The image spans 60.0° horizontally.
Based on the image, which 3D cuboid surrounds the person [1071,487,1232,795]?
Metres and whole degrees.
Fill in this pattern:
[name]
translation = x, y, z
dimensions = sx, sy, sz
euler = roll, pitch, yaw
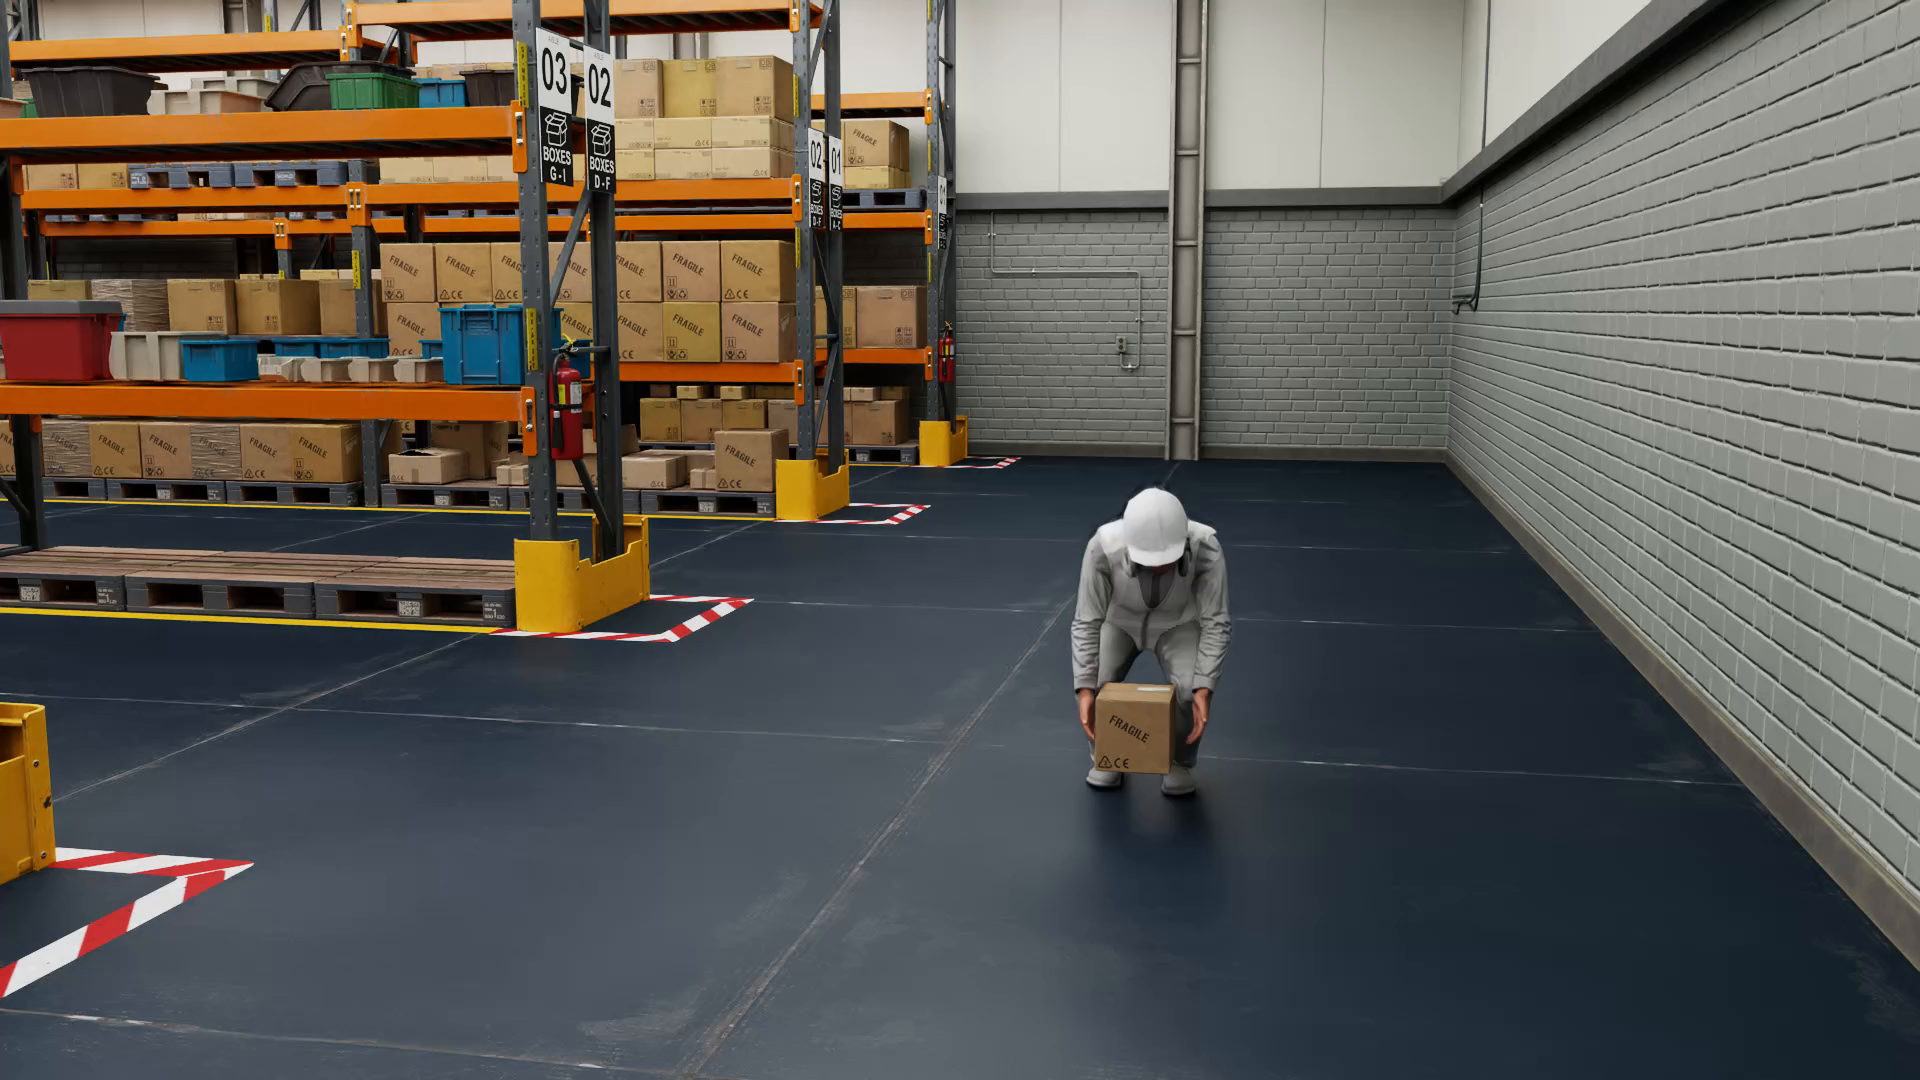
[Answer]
[person]
translation = 0.678, 0.348, 5.996
dimensions = 0.512, 1.147, 0.861
euler = 2, 8, 11
